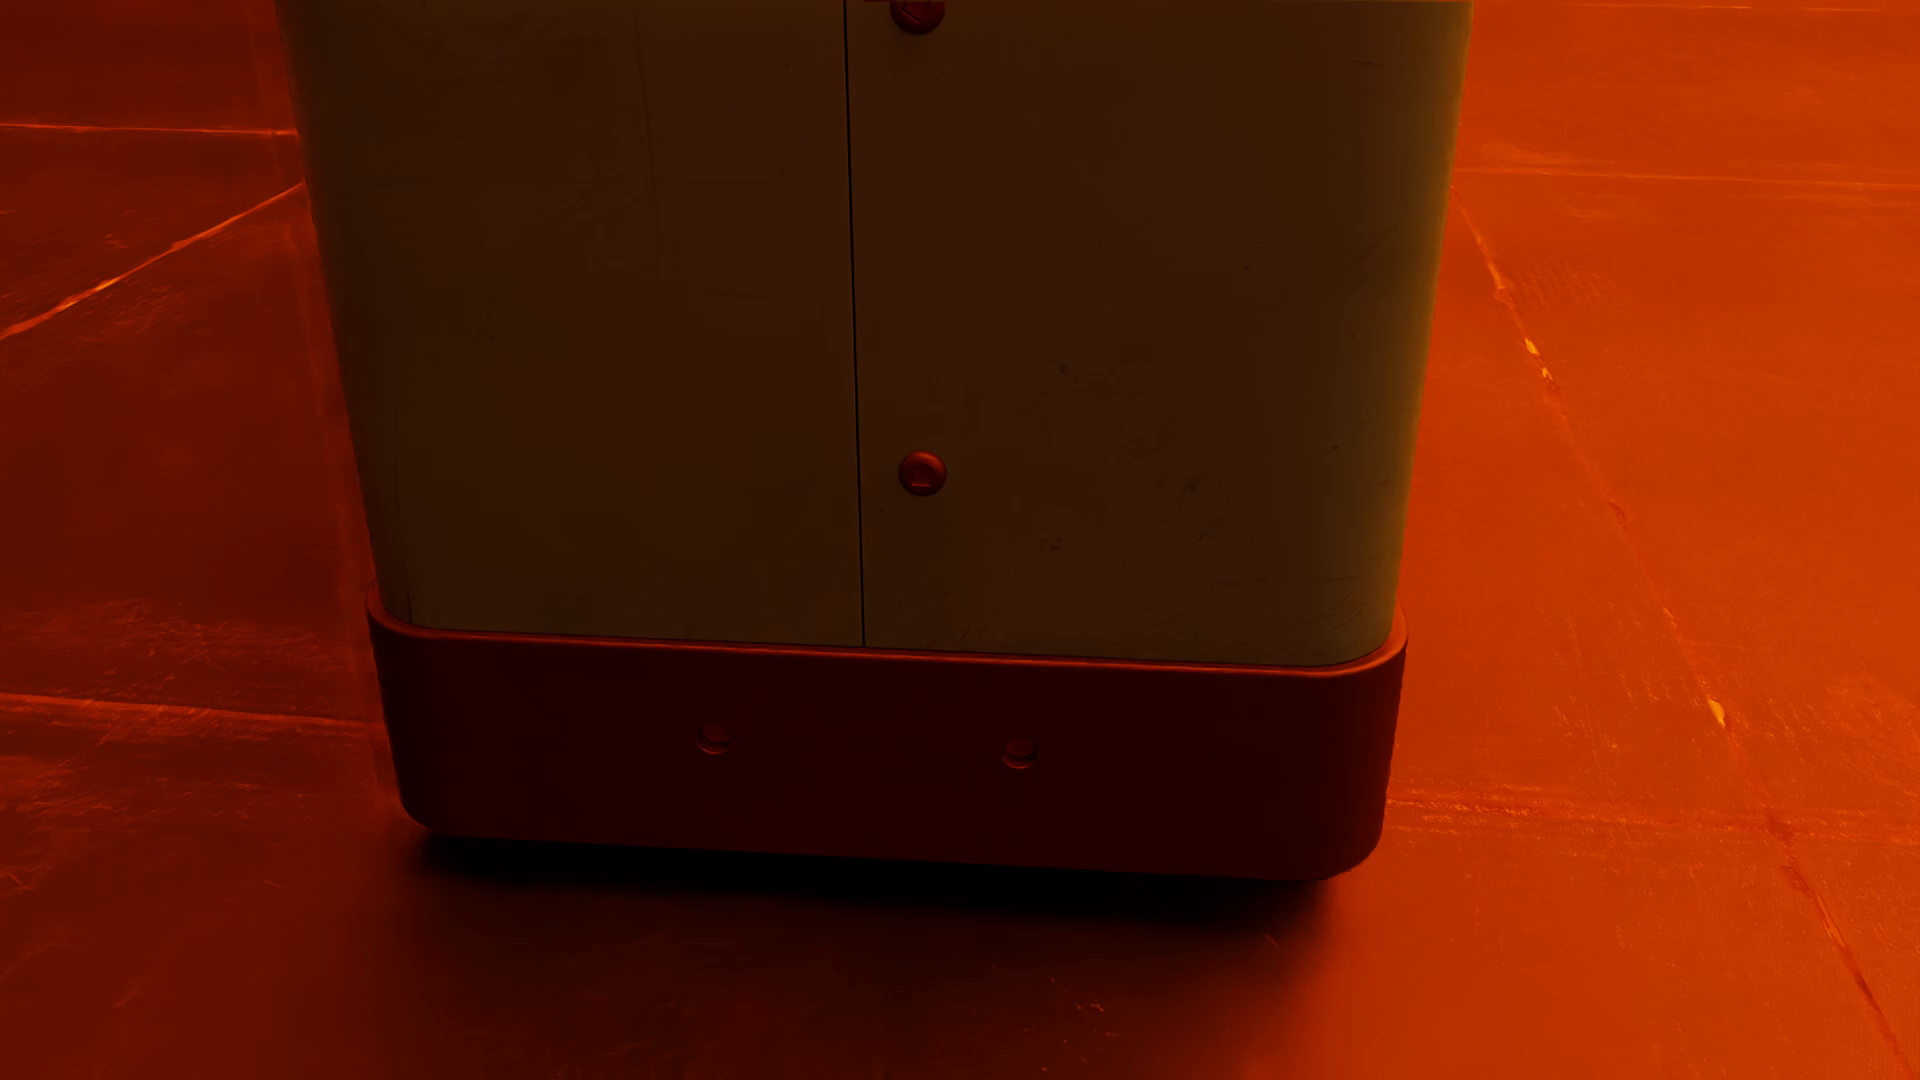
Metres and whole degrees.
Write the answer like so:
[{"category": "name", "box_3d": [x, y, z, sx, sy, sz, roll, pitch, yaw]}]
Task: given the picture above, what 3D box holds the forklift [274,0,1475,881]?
[{"category": "forklift", "box_3d": [0.036, -1.597, 2.417, 1.130, 2.935, 3.031, 2, 27, 4]}]
